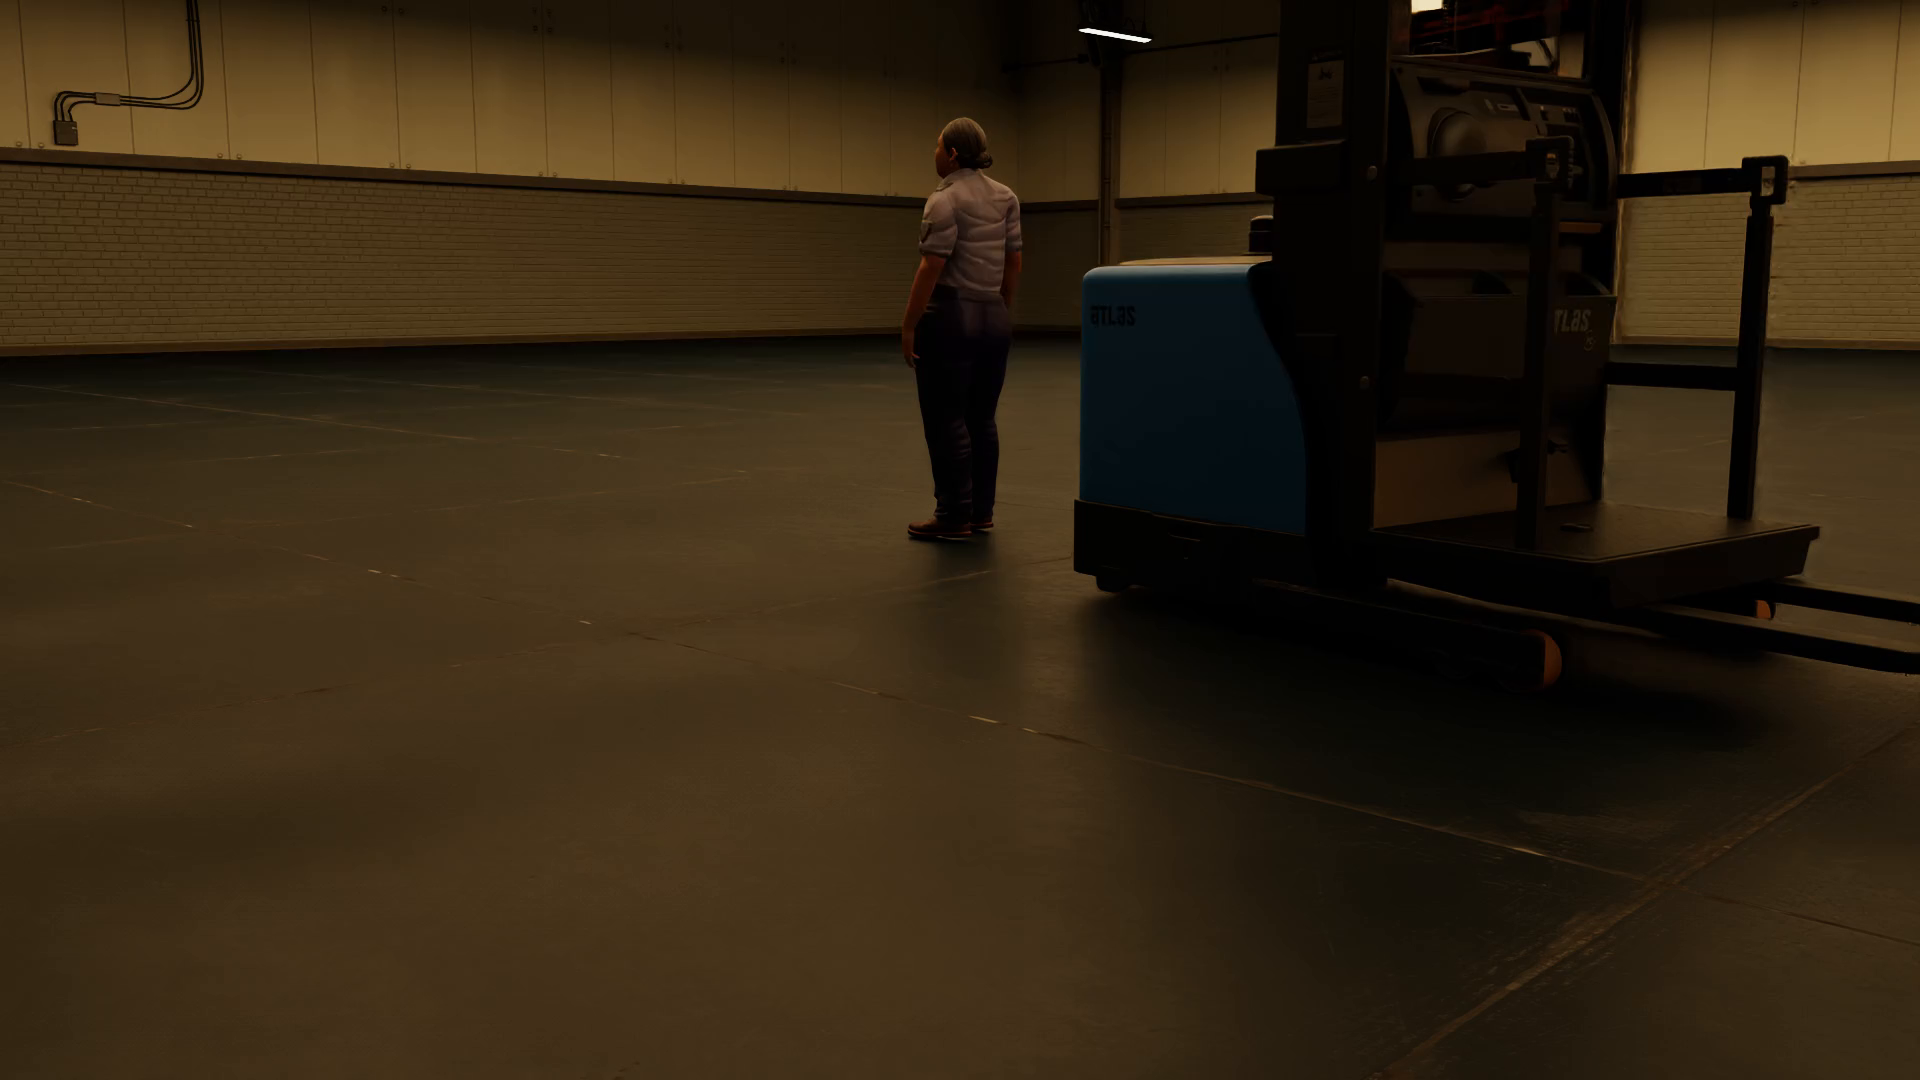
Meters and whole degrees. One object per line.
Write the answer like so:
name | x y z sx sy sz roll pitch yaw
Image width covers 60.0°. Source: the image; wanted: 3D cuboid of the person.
person | -0.049 -0.833 6.672 0.502 1.651 0.598 8 12 43

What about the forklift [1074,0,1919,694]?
forklift | 1.658 -1.145 4.479 1.130 2.935 3.031 -6 11 -36
